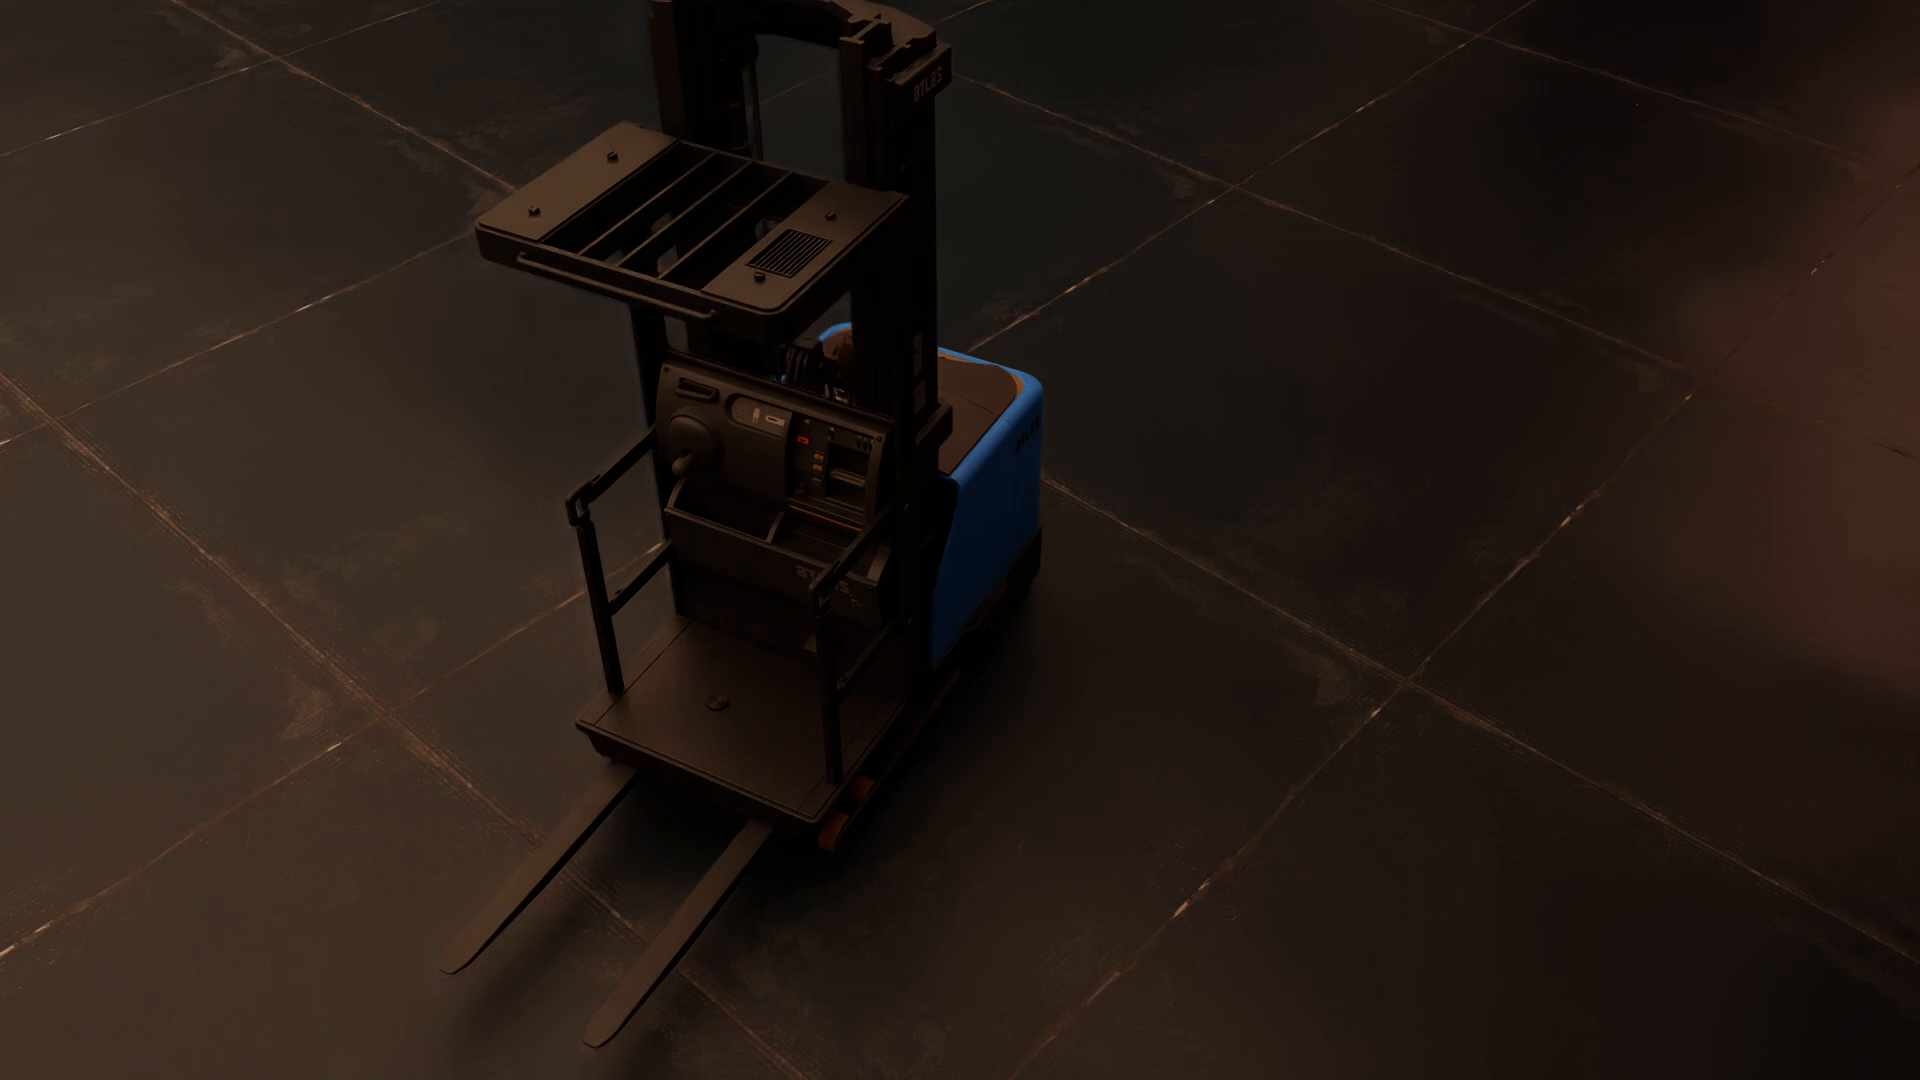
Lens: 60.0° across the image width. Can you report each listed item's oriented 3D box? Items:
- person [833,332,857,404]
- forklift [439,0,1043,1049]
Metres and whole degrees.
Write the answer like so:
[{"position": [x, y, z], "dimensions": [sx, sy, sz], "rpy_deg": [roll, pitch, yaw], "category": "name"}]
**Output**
[{"position": [-0.544, -0.182, 6.736], "dimensions": [0.635, 1.495, 0.666], "rpy_deg": [-15, 43, -16], "category": "person"}, {"position": [-0.774, -0.262, 5.734], "dimensions": [1.130, 2.935, 3.031], "rpy_deg": [19, 44, 21], "category": "forklift"}]
